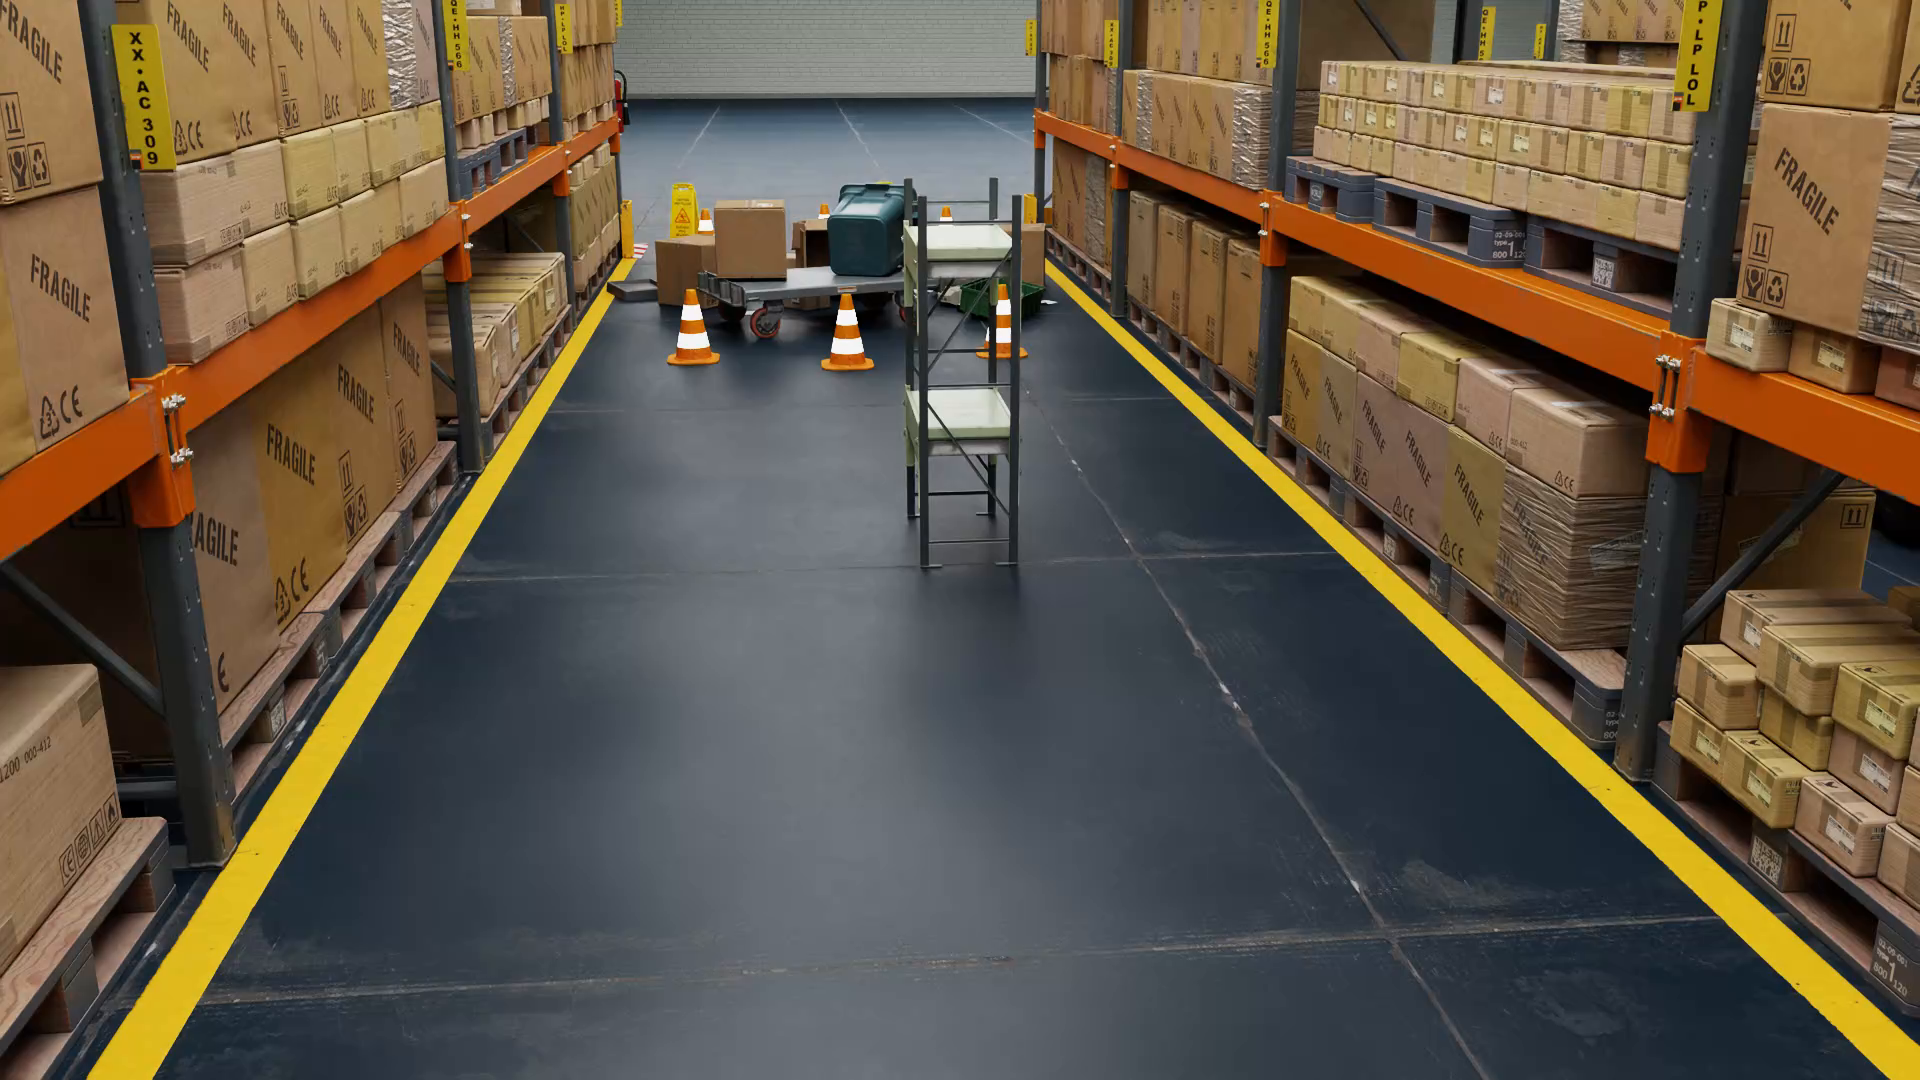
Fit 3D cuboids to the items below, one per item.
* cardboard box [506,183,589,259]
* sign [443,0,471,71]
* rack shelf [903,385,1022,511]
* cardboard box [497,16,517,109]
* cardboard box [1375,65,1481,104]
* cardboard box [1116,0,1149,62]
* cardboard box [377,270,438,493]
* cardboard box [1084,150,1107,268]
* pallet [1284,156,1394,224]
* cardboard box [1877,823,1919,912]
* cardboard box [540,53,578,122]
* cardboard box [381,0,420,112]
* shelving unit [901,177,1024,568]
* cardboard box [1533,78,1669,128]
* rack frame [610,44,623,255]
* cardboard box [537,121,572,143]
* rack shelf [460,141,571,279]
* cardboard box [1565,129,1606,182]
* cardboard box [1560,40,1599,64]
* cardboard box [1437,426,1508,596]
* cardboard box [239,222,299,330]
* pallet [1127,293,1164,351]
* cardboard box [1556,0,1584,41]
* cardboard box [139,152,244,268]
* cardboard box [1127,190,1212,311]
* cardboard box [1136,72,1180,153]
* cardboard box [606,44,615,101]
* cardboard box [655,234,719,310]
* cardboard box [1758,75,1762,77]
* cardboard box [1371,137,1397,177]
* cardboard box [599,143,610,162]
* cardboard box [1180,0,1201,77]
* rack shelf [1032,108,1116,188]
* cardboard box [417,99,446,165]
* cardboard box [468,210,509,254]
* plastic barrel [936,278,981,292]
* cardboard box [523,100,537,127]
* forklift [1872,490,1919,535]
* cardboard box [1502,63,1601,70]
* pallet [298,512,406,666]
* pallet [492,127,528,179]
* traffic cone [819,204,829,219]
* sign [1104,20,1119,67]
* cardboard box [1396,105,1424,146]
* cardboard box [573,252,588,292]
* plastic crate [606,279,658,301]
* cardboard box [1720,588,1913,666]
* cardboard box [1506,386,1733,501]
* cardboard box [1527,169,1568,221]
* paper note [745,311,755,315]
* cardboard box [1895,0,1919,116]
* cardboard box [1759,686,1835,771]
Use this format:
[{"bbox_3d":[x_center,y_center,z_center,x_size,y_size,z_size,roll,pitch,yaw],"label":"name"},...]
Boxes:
[{"bbox_3d":[-3.068,-2.375,12.371,0.500,0.500,0.500,-1,17,-3],"label":"cardboard box"},{"bbox_3d":[-2.311,-2.323,7.636,0.100,0.325,0.005,-2,18,-6],"label":"sign"},{"bbox_3d":[-0.001,-0.407,7.056,0.431,0.370,0.720,-2,18,-6],"label":"rack shelf"},{"bbox_3d":[-2.845,-2.746,9.552,0.500,0.500,0.500,-2,18,-8],"label":"cardboard box"},{"bbox_3d":[1.983,-1.924,7.023,0.380,0.149,0.250,-3,18,-8],"label":"cardboard box"},{"bbox_3d":[1.634,-3.825,12.300,0.875,0.550,0.550,-2,18,-6],"label":"cardboard box"},{"bbox_3d":[-2.874,-0.731,7.344,0.875,0.875,0.875,-2,18,-6],"label":"cardboard box"},{"bbox_3d":[1.546,-2.772,13.845,0.875,0.875,0.875,-2,18,-5],"label":"cardboard box"},{"bbox_3d":[2.230,-1.635,7.698,1.213,0.211,1.003,-2,18,-6],"label":"pallet"},{"bbox_3d":[2.362,0.760,3.807,0.380,0.149,0.250,-2,18,-7],"label":"cardboard box"},{"bbox_3d":[-3.043,-3.274,11.933,0.500,0.500,0.500,-2,18,-6],"label":"cardboard box"},{"bbox_3d":[-2.488,-1.979,6.636,0.500,0.500,0.500,-1,17,-5],"label":"cardboard box"},{"bbox_3d":[-0.001,-0.718,6.959,0.431,1.500,0.755,-2,18,-6],"label":"shelving unit"},{"bbox_3d":[2.147,-1.457,5.536,0.380,0.149,0.250,-2,18,-6],"label":"cardboard box"},{"bbox_3d":[-3.688,-4.136,15.344,1.000,3.000,0.127,-2,18,-6],"label":"rack frame"},{"bbox_3d":[-2.989,-2.928,11.916,0.380,0.149,0.250,-2,18,-6],"label":"cardboard box"},{"bbox_3d":[-3.069,-2.005,9.758,1.077,0.370,4.000,-2,18,-6],"label":"rack shelf"},{"bbox_3d":[2.175,-1.231,5.313,0.380,0.149,0.250,-1,17,-3],"label":"cardboard box"},{"bbox_3d":[6.199,-4.467,15.735,0.875,0.500,0.500,-2,18,-6],"label":"cardboard box"},{"bbox_3d":[2.084,-0.117,6.015,0.500,0.500,0.500,-2,18,-7],"label":"cardboard box"},{"bbox_3d":[-2.288,-0.783,4.913,0.500,0.250,0.500,-2,18,-7],"label":"cardboard box"},{"bbox_3d":[1.792,-1.569,11.824,1.003,0.211,1.213,-2,18,-6],"label":"pallet"},{"bbox_3d":[5.955,-4.937,15.561,0.500,0.500,0.500,-2,18,-6],"label":"cardboard box"},{"bbox_3d":[-2.215,-0.868,4.349,0.500,0.250,0.500,-2,18,-7],"label":"cardboard box"},{"bbox_3d":[1.791,-2.072,11.825,1.050,0.750,0.750,-2,18,-6],"label":"cardboard box"},{"bbox_3d":[1.477,-2.860,11.111,0.500,0.500,0.500,-2,18,-5],"label":"cardboard box"},{"bbox_3d":[-3.358,-4.173,14.796,0.500,0.500,0.500,-2,18,-7],"label":"cardboard box"},{"bbox_3d":[-2.032,-2.114,13.073,0.500,0.500,0.500,11,21,32],"label":"cardboard box"},{"bbox_3d":[2.771,-1.550,5.831,0.380,0.149,0.250,-2,18,-6],"label":"cardboard box"},{"bbox_3d":[1.981,-1.636,7.099,0.380,0.149,0.250,-1,17,-3],"label":"cardboard box"},{"bbox_3d":[-3.241,-3.354,14.407,0.380,0.149,0.250,-1,17,-4],"label":"cardboard box"},{"bbox_3d":[1.802,-3.201,10.528,0.700,0.500,0.500,-2,18,-5],"label":"cardboard box"},{"bbox_3d":[1.432,-3.380,14.137,1.077,0.370,4.000,-2,18,-6],"label":"rack shelf"},{"bbox_3d":[-2.560,-1.783,7.265,0.500,0.250,0.500,-2,18,-6],"label":"cardboard box"},{"bbox_3d":[-3.603,-2.359,12.320,0.500,0.500,0.500,-2,18,-6],"label":"cardboard box"},{"bbox_3d":[-0.005,-2.189,13.442,0.512,0.421,0.421,11,21,32],"label":"plastic barrel"},{"bbox_3d":[-2.846,-2.650,10.327,0.380,0.149,0.250,-2,18,-5],"label":"cardboard box"},{"bbox_3d":[4.721,-1.772,7.929,1.130,2.935,3.031,2,18,7],"label":"forklift"},{"bbox_3d":[2.608,-2.015,7.313,0.380,0.149,0.250,-1,17,-4],"label":"cardboard box"},{"bbox_3d":[-2.734,0.178,6.259,1.003,0.211,1.213,-2,18,-6],"label":"pallet"},{"bbox_3d":[-3.108,-2.250,9.655,1.003,0.211,1.213,-2,18,-6],"label":"pallet"},{"bbox_3d":[-1.291,-2.973,15.875,0.336,0.463,0.334,-2,18,-6],"label":"traffic cone"},{"bbox_3d":[1.086,-3.561,11.933,0.100,0.325,0.005,-2,18,-6],"label":"sign"},{"bbox_3d":[2.013,-1.698,6.801,0.380,0.149,0.250,-2,18,-6],"label":"cardboard box"},{"bbox_3d":[-3.068,-2.017,12.483,0.500,0.250,0.500,-3,18,-8],"label":"cardboard box"},{"bbox_3d":[-2.622,-2.044,13.556,0.402,0.080,0.583,-8,19,-25],"label":"plastic crate"},{"bbox_3d":[2.293,0.241,4.467,0.380,0.149,0.250,-1,17,-3],"label":"cardboard box"},{"bbox_3d":[2.135,-0.324,5.420,0.500,0.250,0.500,-2,18,-7],"label":"cardboard box"},{"bbox_3d":[2.148,-1.163,5.592,0.380,0.149,0.250,-3,18,-8],"label":"cardboard box"},{"bbox_3d":[-1.633,-1.738,12.663,0.148,0.019,0.142,-2,18,-6],"label":"paper note"},{"bbox_3d":[2.336,-1.115,3.387,0.500,0.500,0.500,-2,18,-7],"label":"cardboard box"},{"bbox_3d":[2.298,0.464,4.252,0.380,0.149,0.250,-2,18,-5],"label":"cardboard box"}]
